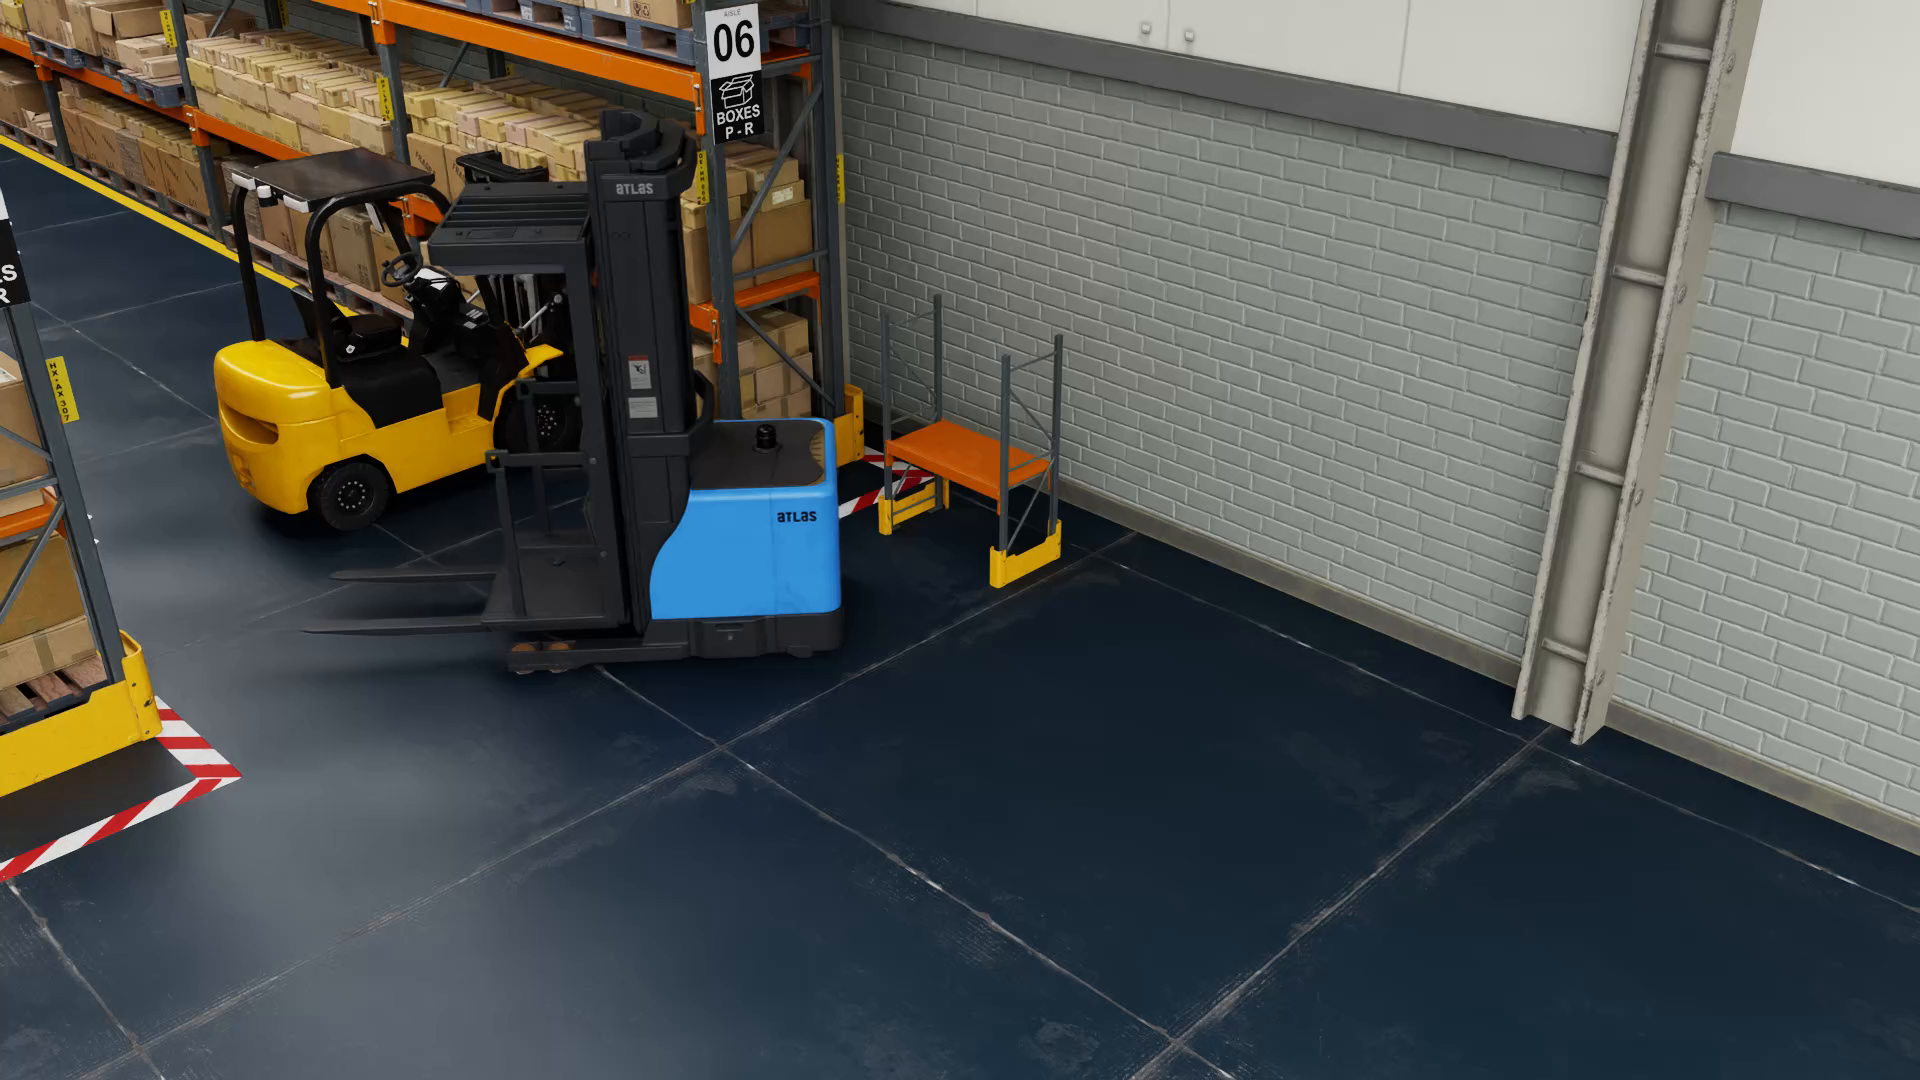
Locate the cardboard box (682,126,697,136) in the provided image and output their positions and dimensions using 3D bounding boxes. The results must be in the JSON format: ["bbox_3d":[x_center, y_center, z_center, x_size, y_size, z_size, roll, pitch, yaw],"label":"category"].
[{"bbox_3d":[-2.026,-2.784,11.690,0.380,0.149,0.250,-24,36,-38],"label":"cardboard box"}]

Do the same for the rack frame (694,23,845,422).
[{"bbox_3d":[-1.204,-1.799,10.941,0.127,3.000,1.000,25,36,38],"label":"rack frame"}]

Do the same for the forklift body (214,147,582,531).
[{"bbox_3d":[-3.835,-1.436,11.164,1.214,2.155,2.313,25,36,38],"label":"forklift body"}]

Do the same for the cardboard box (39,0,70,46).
[{"bbox_3d":[-9.204,-5.543,17.504,0.700,0.500,0.500,-25,37,-39],"label":"cardboard box"}]

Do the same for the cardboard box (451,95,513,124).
[{"bbox_3d":[-3.599,-3.229,12.537,0.250,0.149,0.380,24,36,37],"label":"cardboard box"}]

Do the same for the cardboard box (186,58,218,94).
[{"bbox_3d":[-6.781,-4.330,15.379,0.500,0.250,0.500,25,36,38],"label":"cardboard box"}]

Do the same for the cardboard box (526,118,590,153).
[{"bbox_3d":[-2.873,-2.895,11.902,0.250,0.149,0.380,25,37,39],"label":"cardboard box"}]

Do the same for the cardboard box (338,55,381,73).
[{"bbox_3d":[-5.211,-4.134,14.578,0.380,0.149,0.250,-25,37,-39],"label":"cardboard box"}]

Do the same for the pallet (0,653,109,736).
[{"bbox_3d":[-5.290,0.782,9.029,1.213,0.211,1.003,25,36,38],"label":"pallet"}]

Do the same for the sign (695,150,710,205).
[{"bbox_3d":[-1.594,-2.241,10.283,0.005,0.325,0.100,25,36,38],"label":"sign"}]

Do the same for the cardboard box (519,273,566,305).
[{"bbox_3d":[-3.211,-1.925,12.610,0.500,0.250,0.500,-24,36,-38],"label":"cardboard box"}]

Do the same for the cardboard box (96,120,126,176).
[{"bbox_3d":[-8.834,-4.227,17.793,0.500,0.500,0.500,23,36,37],"label":"cardboard box"}]

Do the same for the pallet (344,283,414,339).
[{"bbox_3d":[-4.609,-2.097,14.505,1.213,0.211,1.003,25,36,38],"label":"pallet"}]

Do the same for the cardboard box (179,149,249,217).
[{"bbox_3d":[-7.361,-3.555,16.516,0.500,0.500,0.500,-24,36,-38],"label":"cardboard box"}]

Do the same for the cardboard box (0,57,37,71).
[{"bbox_3d":[-11.661,-5.576,20.360,0.700,0.500,0.500,-24,36,-37],"label":"cardboard box"}]

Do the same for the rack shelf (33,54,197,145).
[{"bbox_3d":[-8.335,-4.743,17.314,4.000,0.370,1.077,25,36,38],"label":"rack shelf"}]

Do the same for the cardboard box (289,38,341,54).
[{"bbox_3d":[-5.904,-4.492,15.258,0.250,0.149,0.380,24,36,37],"label":"cardboard box"}]

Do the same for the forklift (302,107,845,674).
[{"bbox_3d":[-2.201,-0.802,9.119,3.031,2.935,1.130,-2,28,-4],"label":"forklift"}]

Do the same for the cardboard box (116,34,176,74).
[{"bbox_3d":[-7.888,-4.765,16.293,0.500,0.250,0.500,23,35,36],"label":"cardboard box"}]

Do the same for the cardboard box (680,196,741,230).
[{"bbox_3d":[-1.648,-2.150,10.805,0.380,0.149,0.250,-25,36,-38],"label":"cardboard box"}]

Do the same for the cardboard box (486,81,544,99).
[{"bbox_3d":[-3.467,-3.467,12.991,0.250,0.149,0.380,23,36,37],"label":"cardboard box"}]

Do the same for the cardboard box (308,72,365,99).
[{"bbox_3d":[-5.213,-3.797,13.937,0.250,0.149,0.380,24,36,37],"label":"cardboard box"}]

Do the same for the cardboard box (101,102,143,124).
[{"bbox_3d":[-8.892,-4.552,17.715,0.250,0.149,0.380,24,36,38],"label":"cardboard box"}]

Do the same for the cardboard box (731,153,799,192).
[{"bbox_3d":[-1.294,-2.442,11.041,0.250,0.149,0.380,24,36,37],"label":"cardboard box"}]

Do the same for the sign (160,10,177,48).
[{"bbox_3d":[-7.282,-4.703,15.306,0.005,0.325,0.100,25,36,38],"label":"sign"}]

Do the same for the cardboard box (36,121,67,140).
[{"bbox_3d":[-10.364,-4.723,19.114,0.250,0.149,0.380,23,36,37],"label":"cardboard box"}]

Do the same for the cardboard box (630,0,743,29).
[{"bbox_3d":[-1.691,-3.464,10.220,0.500,0.500,0.500,-24,36,-38],"label":"cardboard box"}]

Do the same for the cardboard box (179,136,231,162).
[{"bbox_3d":[-7.438,-3.853,16.385,0.250,0.149,0.380,23,35,36],"label":"cardboard box"}]

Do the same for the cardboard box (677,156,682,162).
[{"bbox_3d":[-2.011,-2.455,11.066,0.380,0.149,0.250,-24,36,-38],"label":"cardboard box"}]

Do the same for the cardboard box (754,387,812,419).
[{"bbox_3d":[-1.417,-0.993,11.912,0.500,0.250,0.500,25,37,39],"label":"cardboard box"}]

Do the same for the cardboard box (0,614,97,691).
[{"bbox_3d":[-5.063,0.526,9.024,0.500,0.250,0.500,24,36,38],"label":"cardboard box"}]

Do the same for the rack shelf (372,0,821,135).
[{"bbox_3d":[-2.630,-3.461,11.652,4.000,0.370,1.077,25,36,38],"label":"rack shelf"}]

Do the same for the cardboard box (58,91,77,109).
[{"bbox_3d":[-9.692,-4.876,18.330,0.380,0.149,0.250,-23,36,-37],"label":"cardboard box"}]

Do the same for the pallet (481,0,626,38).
[{"bbox_3d":[-2.564,-3.725,11.476,1.213,0.211,1.003,25,36,38],"label":"pallet"}]

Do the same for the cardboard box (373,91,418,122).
[{"bbox_3d":[-4.456,-3.473,13.321,0.380,0.149,0.250,-24,36,-38],"label":"cardboard box"}]

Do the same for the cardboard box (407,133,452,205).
[{"bbox_3d":[-3.923,-2.917,12.960,0.500,0.500,0.500,23,36,37],"label":"cardboard box"}]

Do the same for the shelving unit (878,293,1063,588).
[{"bbox_3d":[0.054,-0.639,10.347,1.083,1.500,0.587,25,36,38],"label":"shelving unit"}]

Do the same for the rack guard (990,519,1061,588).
[{"bbox_3d":[0.409,0.077,10.329,0.087,0.250,0.587,25,36,38],"label":"rack guard"}]

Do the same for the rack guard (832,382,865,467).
[{"bbox_3d":[-1.187,-0.685,11.508,0.348,0.500,1.175,25,36,38],"label":"rack guard"}]

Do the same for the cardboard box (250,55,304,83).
[{"bbox_3d":[-5.960,-4.121,14.553,0.380,0.149,0.250,-24,36,-38],"label":"cardboard box"}]

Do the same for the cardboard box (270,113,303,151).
[{"bbox_3d":[-5.668,-3.616,14.558,0.500,0.250,0.500,-24,36,-38],"label":"cardboard box"}]

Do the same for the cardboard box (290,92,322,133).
[{"bbox_3d":[-5.318,-3.668,14.121,0.500,0.250,0.500,-24,36,-38],"label":"cardboard box"}]

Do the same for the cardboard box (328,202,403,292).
[{"bbox_3d":[-4.984,-2.661,14.681,0.625,0.625,0.875,24,36,38],"label":"cardboard box"}]

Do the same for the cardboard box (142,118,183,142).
[{"bbox_3d":[-8.146,-4.215,17.073,0.250,0.149,0.380,24,36,38],"label":"cardboard box"}]

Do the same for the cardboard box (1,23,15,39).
[{"bbox_3d":[-10.569,-5.778,18.779,0.380,0.149,0.250,-24,36,-38],"label":"cardboard box"}]

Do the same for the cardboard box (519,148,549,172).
[{"bbox_3d":[-2.925,-2.733,11.913,0.250,0.149,0.380,24,36,37],"label":"cardboard box"}]

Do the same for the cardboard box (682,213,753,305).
[{"bbox_3d":[-1.739,-1.916,11.058,0.500,0.500,0.500,24,36,37],"label":"cardboard box"}]

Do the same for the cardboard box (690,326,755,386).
[{"bbox_3d":[-1.751,-1.257,11.340,0.500,0.250,0.500,-24,36,-38],"label":"cardboard box"}]

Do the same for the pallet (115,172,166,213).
[{"bbox_3d":[-8.280,-3.829,17.799,1.213,0.211,1.003,25,36,38],"label":"pallet"}]

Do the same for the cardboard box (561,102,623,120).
[{"bbox_3d":[-2.726,-3.135,12.358,0.250,0.149,0.380,24,36,38],"label":"cardboard box"}]

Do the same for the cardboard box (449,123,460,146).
[{"bbox_3d":[-3.622,-3.084,12.582,0.250,0.149,0.380,24,36,38],"label":"cardboard box"}]

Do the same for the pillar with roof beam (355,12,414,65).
[{"bbox_3d":[-8.365,-5.509,11.552,0.400,9.000,9.100,25,36,38],"label":"pillar with roof beam"}]

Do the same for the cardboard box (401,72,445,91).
[{"bbox_3d":[-4.489,-3.808,13.958,0.250,0.149,0.380,24,36,38],"label":"cardboard box"}]

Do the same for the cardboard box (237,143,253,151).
[{"bbox_3d":[-7.062,-4.049,16.759,0.380,0.149,0.250,-23,35,-37],"label":"cardboard box"}]

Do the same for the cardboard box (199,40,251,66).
[{"bbox_3d":[-6.697,-4.452,15.183,0.380,0.149,0.250,-24,36,-38],"label":"cardboard box"}]

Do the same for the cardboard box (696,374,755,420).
[{"bbox_3d":[-1.770,-1.044,11.472,0.500,0.250,0.500,24,36,38],"label":"cardboard box"}]

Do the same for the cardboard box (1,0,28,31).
[{"bbox_3d":[-10.295,-5.865,18.516,0.500,0.250,0.500,-24,36,-38],"label":"cardboard box"}]
